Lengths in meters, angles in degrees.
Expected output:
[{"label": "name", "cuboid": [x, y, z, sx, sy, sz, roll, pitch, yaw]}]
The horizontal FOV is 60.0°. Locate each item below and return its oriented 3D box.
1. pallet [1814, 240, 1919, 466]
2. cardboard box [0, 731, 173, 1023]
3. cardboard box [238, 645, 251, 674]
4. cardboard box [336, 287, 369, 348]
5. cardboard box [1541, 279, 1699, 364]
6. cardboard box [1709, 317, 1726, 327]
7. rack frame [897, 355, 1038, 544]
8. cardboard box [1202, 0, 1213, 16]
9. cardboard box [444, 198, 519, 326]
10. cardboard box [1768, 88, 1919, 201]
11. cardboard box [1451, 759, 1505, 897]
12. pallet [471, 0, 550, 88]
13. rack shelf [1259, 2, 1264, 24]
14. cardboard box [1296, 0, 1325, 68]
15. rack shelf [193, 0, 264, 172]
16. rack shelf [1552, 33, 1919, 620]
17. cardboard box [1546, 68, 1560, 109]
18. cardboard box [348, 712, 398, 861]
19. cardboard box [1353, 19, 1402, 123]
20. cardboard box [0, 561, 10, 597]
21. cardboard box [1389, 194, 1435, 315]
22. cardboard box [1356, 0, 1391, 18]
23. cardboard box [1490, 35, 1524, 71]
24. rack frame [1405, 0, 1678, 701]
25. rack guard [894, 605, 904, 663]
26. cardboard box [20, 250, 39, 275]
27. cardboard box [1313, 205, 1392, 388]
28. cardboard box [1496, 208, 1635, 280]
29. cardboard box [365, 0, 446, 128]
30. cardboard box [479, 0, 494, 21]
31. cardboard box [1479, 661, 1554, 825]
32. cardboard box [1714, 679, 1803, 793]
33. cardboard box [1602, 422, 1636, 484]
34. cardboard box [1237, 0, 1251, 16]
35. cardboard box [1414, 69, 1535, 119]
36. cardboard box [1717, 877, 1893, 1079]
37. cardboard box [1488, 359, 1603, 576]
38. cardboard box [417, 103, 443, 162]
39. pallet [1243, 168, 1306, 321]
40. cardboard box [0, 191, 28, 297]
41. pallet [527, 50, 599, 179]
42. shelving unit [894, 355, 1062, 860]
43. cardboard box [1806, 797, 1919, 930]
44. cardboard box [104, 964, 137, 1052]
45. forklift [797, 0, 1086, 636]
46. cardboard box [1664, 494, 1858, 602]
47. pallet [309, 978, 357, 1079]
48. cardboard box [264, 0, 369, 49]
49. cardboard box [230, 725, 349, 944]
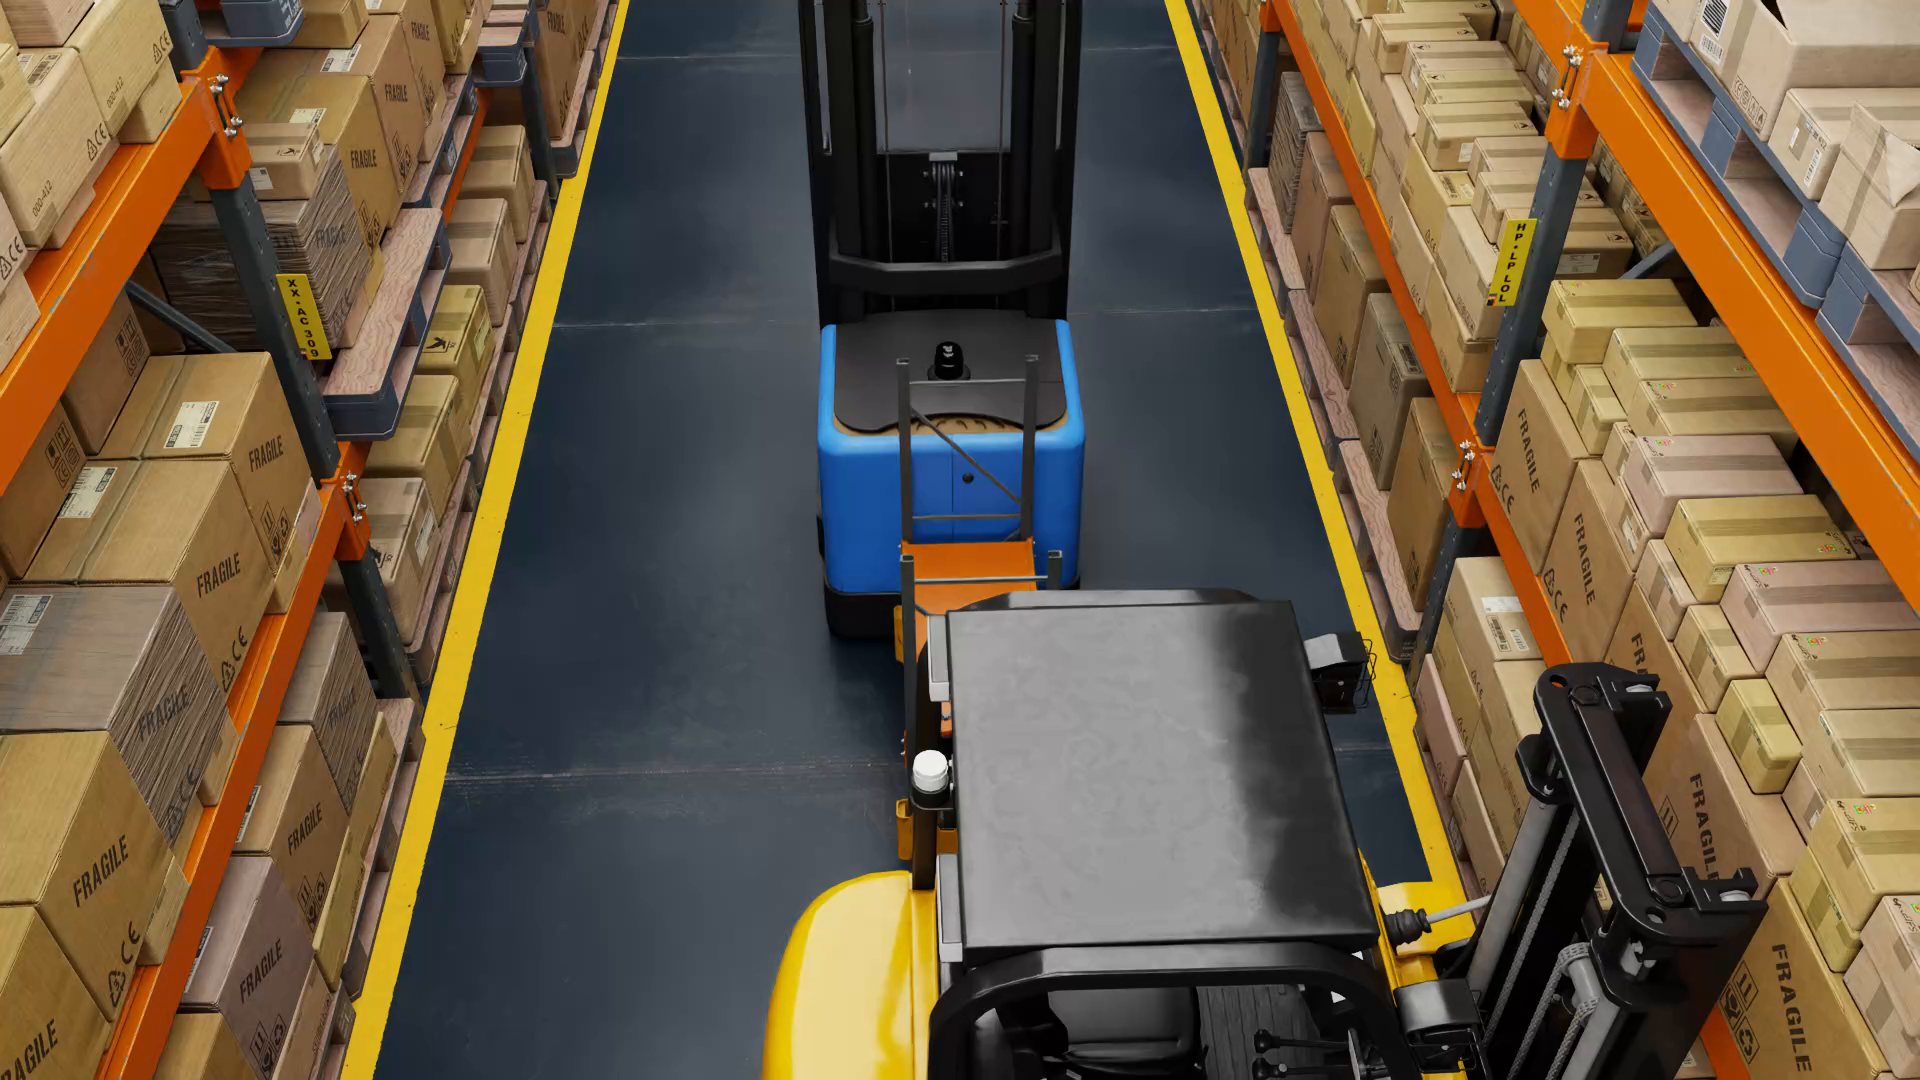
[{"label": "pallet", "cuboid": [2.430, -0.192, 3.235, 1.003, 0.211, 1.213, -2, 43, -2]}, {"label": "cardboard box", "cuboid": [-2.291, 0.819, 3.992, 0.500, 0.500, 0.500, -2, 43, -3]}, {"label": "cardboard box", "cuboid": [-2.371, 0.277, 5.064, 0.380, 0.149, 0.250, -1, 43, -2]}, {"label": "cardboard box", "cuboid": [-2.348, -0.815, 5.944, 0.380, 0.149, 0.250, -1, 43, -1]}, {"label": "cardboard box", "cuboid": [2.036, -0.677, 5.145, 0.380, 0.149, 0.250, -1, 43, -1]}, {"label": "cardboard box", "cuboid": [2.589, -0.582, 5.260, 0.380, 0.149, 0.250, -2, 43, -2]}, {"label": "rack frame", "cuboid": [0.027, -0.085, 6.382, 0.500, 1.500, 0.032, -1, 43, -2]}, {"label": "cardboard box", "cuboid": [1.840, -3.770, 10.832, 0.500, 0.500, 0.500, -3, 43, -3]}, {"label": "cardboard box", "cuboid": [-2.756, -1.377, 8.316, 0.950, 0.372, 0.625, -2, 43, -3]}, {"label": "cardboard box", "cuboid": [2.067, -0.890, 3.732, 0.380, 0.149, 0.250, 0, 43, -1]}, {"label": "cardboard box", "cuboid": [2.046, 1.022, 5.789, 0.500, 0.250, 0.500, -3, 43, -3]}, {"label": "pallet", "cuboid": [-2.673, -2.522, 8.073, 1.213, 0.211, 1.003, -2, 43, -2]}, {"label": "rack shelf", "cuboid": [2.064, -4.301, 10.404, 1.077, 0.370, 4.000, -2, 43, -2]}, {"label": "cardboard box", "cuboid": [1.940, -2.514, 8.034, 0.500, 0.250, 0.500, -2, 43, -3]}, {"label": "rack shelf", "cuboid": [-2.725, -2.561, 6.287, 1.077, 0.370, 4.000, -2, 43, -2]}, {"label": "rack shelf", "cuboid": [2.404, -0.006, 3.499, 1.077, 0.370, 4.000, -2, 43, -2]}, {"label": "cardboard box", "cuboid": [2.533, -1.727, 6.510, 0.380, 0.149, 0.250, -2, 43, -2]}, {"label": "cardboard box", "cuboid": [-2.346, 0.880, 5.944, 0.500, 0.250, 0.500, 0, 43, 0]}, {"label": "cardboard box", "cuboid": [1.995, -2.002, 7.105, 0.500, 0.250, 0.500, -1, 43, -1]}, {"label": "cardboard box", "cuboid": [-2.844, 0.103, 4.033, 0.700, 0.500, 0.500, -3, 43, -3]}, {"label": "cardboard box", "cuboid": [2.010, -1.132, 6.526, 0.500, 0.250, 0.500, -2, 43, -2]}, {"label": "cardboard box", "cuboid": [1.934, -2.397, 7.241, 0.380, 0.149, 0.250, -1, 43, -1]}, {"label": "cardboard box", "cuboid": [2.502, -2.026, 7.131, 0.500, 0.250, 0.500, -2, 43, -3]}, {"label": "rack frame", "cuboid": [2.319, -0.515, 5.742, 1.000, 3.000, 0.127, -2, 43, -2]}, {"label": "rack guard", "cuboid": [0.027, 0.377, 6.803, 0.587, 0.250, 0.087, -1, 43, -2]}, {"label": "cardboard box", "cuboid": [-2.400, -0.662, 3.868, 0.380, 0.149, 0.250, -3, 43, -3]}, {"label": "cardboard box", "cuboid": [2.227, -1.178, 7.912, 0.875, 0.625, 0.625, -3, 43, -4]}, {"label": "cardboard box", "cuboid": [2.083, -1.016, 5.734, 0.380, 0.149, 0.250, 0, 43, 0]}, {"label": "cardboard box", "cuboid": [-2.435, -2.015, 6.774, 0.500, 0.500, 0.500, -3, 43, -4]}, {"label": "cardboard box", "cuboid": [-2.422, -2.571, 7.860, 0.380, 0.149, 0.250, -2, 43, -2]}, {"label": "cardboard box", "cuboid": [2.038, 0.656, 5.448, 0.500, 0.250, 0.500, -2, 43, -2]}, {"label": "cardboard box", "cuboid": [2.116, 0.476, 4.107, 0.380, 0.149, 0.250, -2, 43, -3]}, {"label": "cardboard box", "cuboid": [2.121, -0.219, 4.864, 0.380, 0.149, 0.250, -2, 43, -2]}, {"label": "cardboard box", "cuboid": [1.833, -3.198, 9.728, 0.380, 0.149, 0.250, -4, 43, -4]}, {"label": "cardboard box", "cuboid": [2.004, -1.708, 6.490, 0.380, 0.149, 0.250, -3, 43, -3]}, {"label": "cardboard box", "cuboid": [2.171, 1.127, 3.876, 0.500, 0.500, 0.500, -2, 43, -3]}, {"label": "cardboard box", "cuboid": [2.077, -0.245, 5.373, 0.500, 0.500, 0.500, -3, 43, -3]}, {"label": "cardboard box", "cuboid": [-2.375, -1.696, 6.905, 0.380, 0.149, 0.250, 0, 43, 0]}, {"label": "pallet", "cuboid": [2.145, -1.631, 9.023, 1.003, 0.211, 1.213, -2, 43, -2]}, {"label": "cardboard box", "cuboid": [-2.322, -0.555, 3.456, 0.500, 0.250, 0.500, -2, 43, -2]}, {"label": "pallet", "cuboid": [-2.768, -2.577, 10.055, 1.003, 0.211, 1.213, -2, 43, -2]}, {"label": "shelving unit", "cuboid": [0.046, 0.252, 6.014, 0.587, 1.500, 1.083, -1, 43, -2]}, {"label": "cardboard box", "cuboid": [2.109, 0.705, 3.637, 0.380, 0.149, 0.250, -1, 43, -1]}, {"label": "cardboard box", "cuboid": [-2.295, 1.134, 4.129, 0.380, 0.149, 0.250, -3, 43, -3]}, {"label": "forklift", "cuboid": [-0.085, -1.663, 7.045, 1.130, 2.935, 3.031, -1, 43, -2]}, {"label": "cardboard box", "cuboid": [2.104, 0.020, 4.384, 0.380, 0.149, 0.250, -2, 43, -2]}, {"label": "pallet", "cuboid": [-2.521, 1.935, 5.132, 1.003, 0.211, 1.213, -2, 43, -2]}, {"label": "cardboard box", "cuboid": [-2.455, -1.969, 6.243, 0.380, 0.149, 0.250, 1, 43, 1]}, {"label": "cardboard box", "cuboid": [-2.323, 0.947, 5.316, 0.500, 0.500, 0.500, -1, 43, -1]}]
